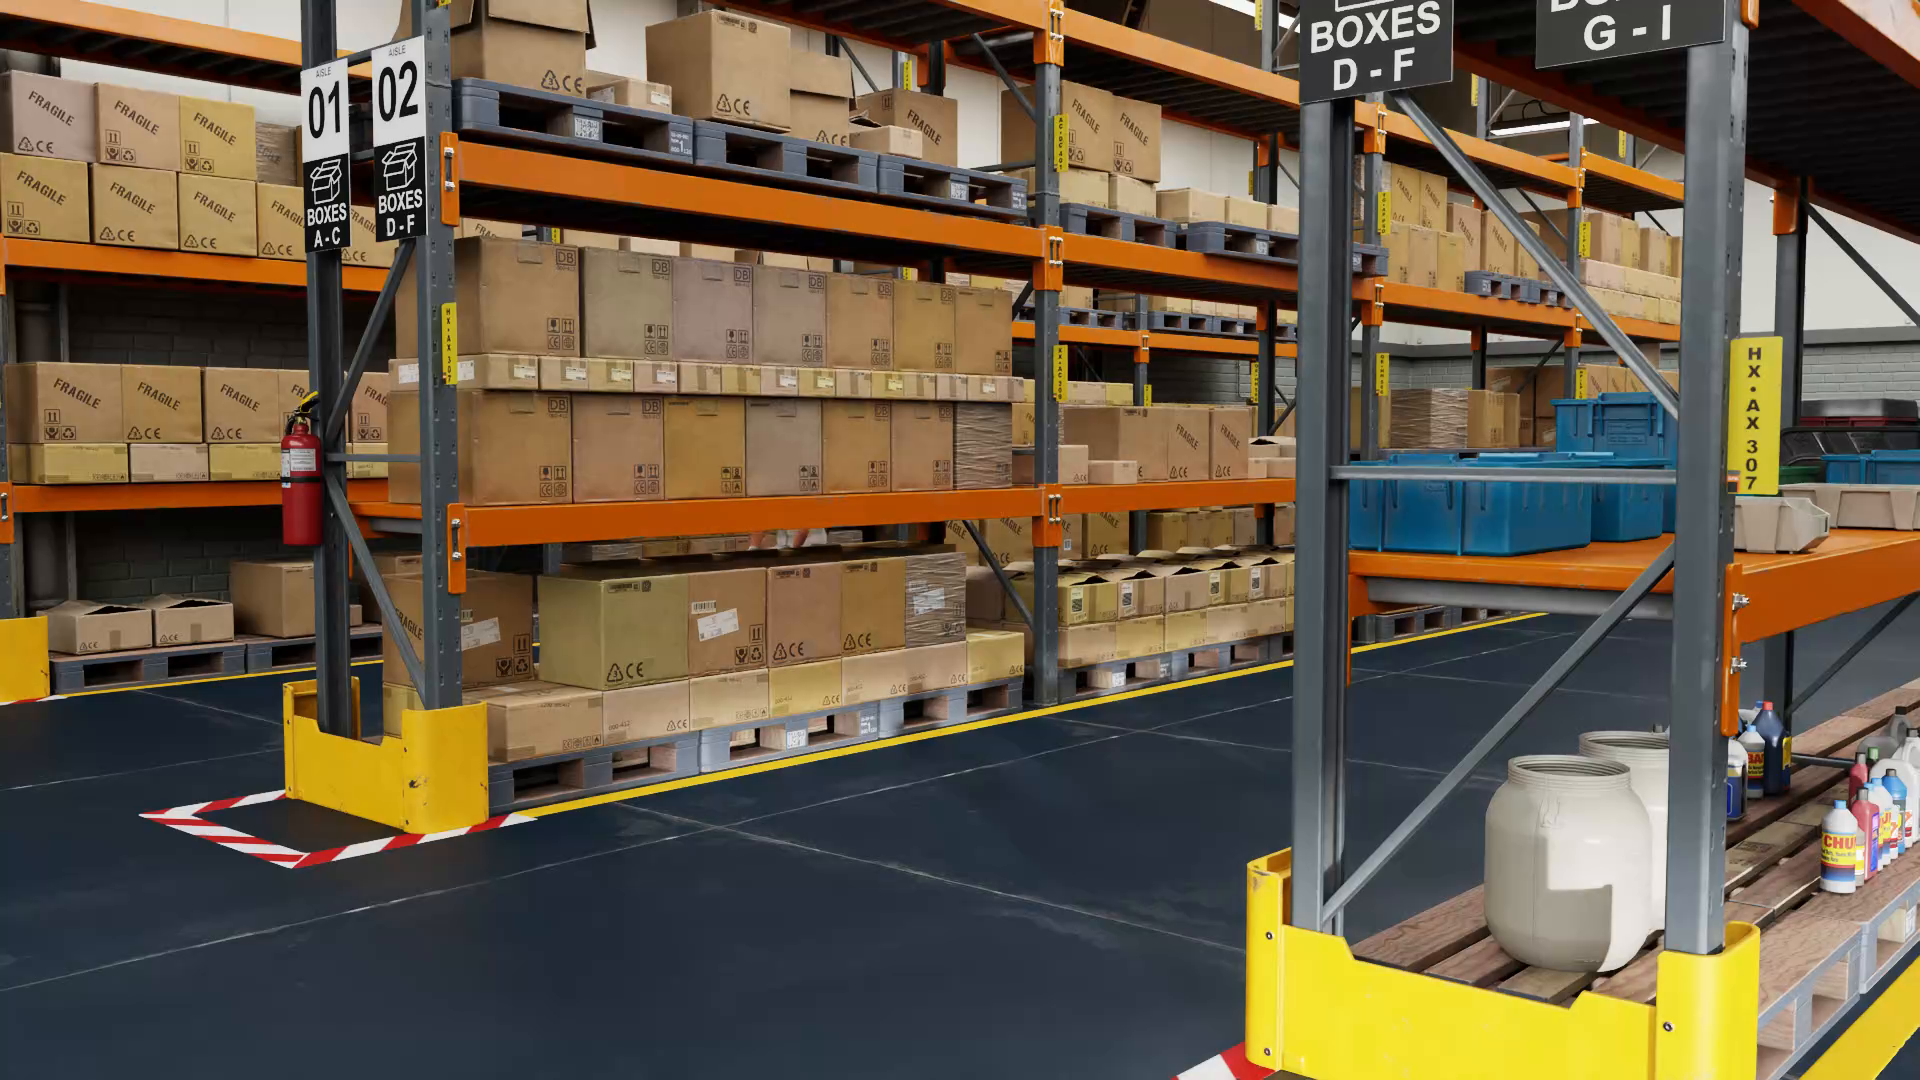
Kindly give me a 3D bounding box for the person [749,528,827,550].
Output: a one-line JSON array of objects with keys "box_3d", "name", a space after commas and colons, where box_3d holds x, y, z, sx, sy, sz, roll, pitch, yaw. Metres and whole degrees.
[{"box_3d": [-1.296, 0.073, 12.419, 0.579, 1.528, 0.690, 3, 5, 41], "name": "person"}]
